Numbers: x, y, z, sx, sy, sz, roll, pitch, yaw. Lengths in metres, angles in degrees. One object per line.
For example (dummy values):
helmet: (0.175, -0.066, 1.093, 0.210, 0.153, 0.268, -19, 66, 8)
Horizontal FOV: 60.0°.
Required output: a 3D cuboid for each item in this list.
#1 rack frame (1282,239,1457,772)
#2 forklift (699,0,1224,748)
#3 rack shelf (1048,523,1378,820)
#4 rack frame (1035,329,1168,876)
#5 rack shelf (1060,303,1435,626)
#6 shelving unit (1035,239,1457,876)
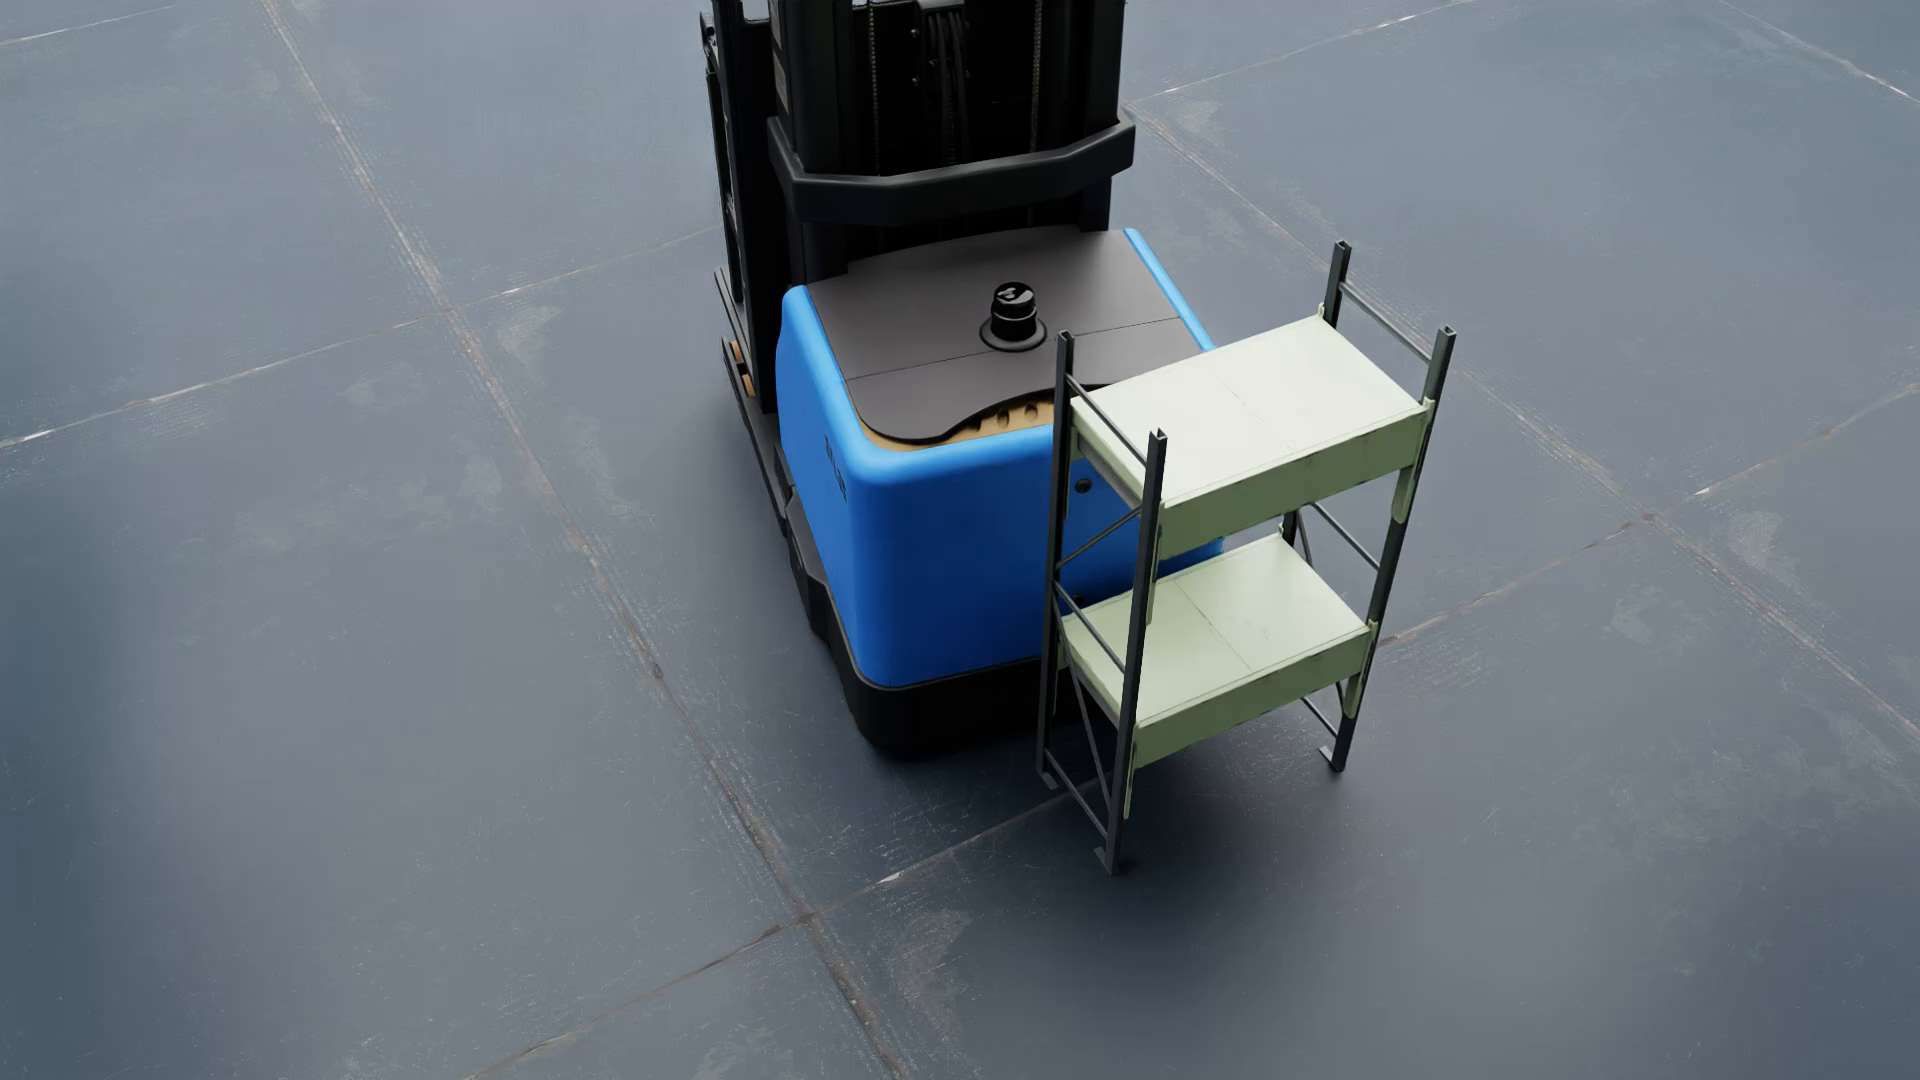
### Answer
rack frame: (0.959, -0.024, 4.197, 0.023, 1.500, 0.400, -20, 48, -19)
forklift: (-0.190, -1.527, 4.719, 1.130, 2.935, 3.031, -12, 45, -12)
rack shelf: (0.635, 0.329, 4.302, 0.720, 0.370, 0.431, -20, 48, -19)
rack frame: (0.311, 0.213, 3.953, 0.023, 1.500, 0.400, -20, 48, -19)
rack shelf: (0.635, -0.185, 3.804, 0.720, 0.370, 0.431, -20, 48, -19)
shelving unit: (0.635, 0.095, 4.075, 0.755, 1.500, 0.431, -20, 48, -19)
